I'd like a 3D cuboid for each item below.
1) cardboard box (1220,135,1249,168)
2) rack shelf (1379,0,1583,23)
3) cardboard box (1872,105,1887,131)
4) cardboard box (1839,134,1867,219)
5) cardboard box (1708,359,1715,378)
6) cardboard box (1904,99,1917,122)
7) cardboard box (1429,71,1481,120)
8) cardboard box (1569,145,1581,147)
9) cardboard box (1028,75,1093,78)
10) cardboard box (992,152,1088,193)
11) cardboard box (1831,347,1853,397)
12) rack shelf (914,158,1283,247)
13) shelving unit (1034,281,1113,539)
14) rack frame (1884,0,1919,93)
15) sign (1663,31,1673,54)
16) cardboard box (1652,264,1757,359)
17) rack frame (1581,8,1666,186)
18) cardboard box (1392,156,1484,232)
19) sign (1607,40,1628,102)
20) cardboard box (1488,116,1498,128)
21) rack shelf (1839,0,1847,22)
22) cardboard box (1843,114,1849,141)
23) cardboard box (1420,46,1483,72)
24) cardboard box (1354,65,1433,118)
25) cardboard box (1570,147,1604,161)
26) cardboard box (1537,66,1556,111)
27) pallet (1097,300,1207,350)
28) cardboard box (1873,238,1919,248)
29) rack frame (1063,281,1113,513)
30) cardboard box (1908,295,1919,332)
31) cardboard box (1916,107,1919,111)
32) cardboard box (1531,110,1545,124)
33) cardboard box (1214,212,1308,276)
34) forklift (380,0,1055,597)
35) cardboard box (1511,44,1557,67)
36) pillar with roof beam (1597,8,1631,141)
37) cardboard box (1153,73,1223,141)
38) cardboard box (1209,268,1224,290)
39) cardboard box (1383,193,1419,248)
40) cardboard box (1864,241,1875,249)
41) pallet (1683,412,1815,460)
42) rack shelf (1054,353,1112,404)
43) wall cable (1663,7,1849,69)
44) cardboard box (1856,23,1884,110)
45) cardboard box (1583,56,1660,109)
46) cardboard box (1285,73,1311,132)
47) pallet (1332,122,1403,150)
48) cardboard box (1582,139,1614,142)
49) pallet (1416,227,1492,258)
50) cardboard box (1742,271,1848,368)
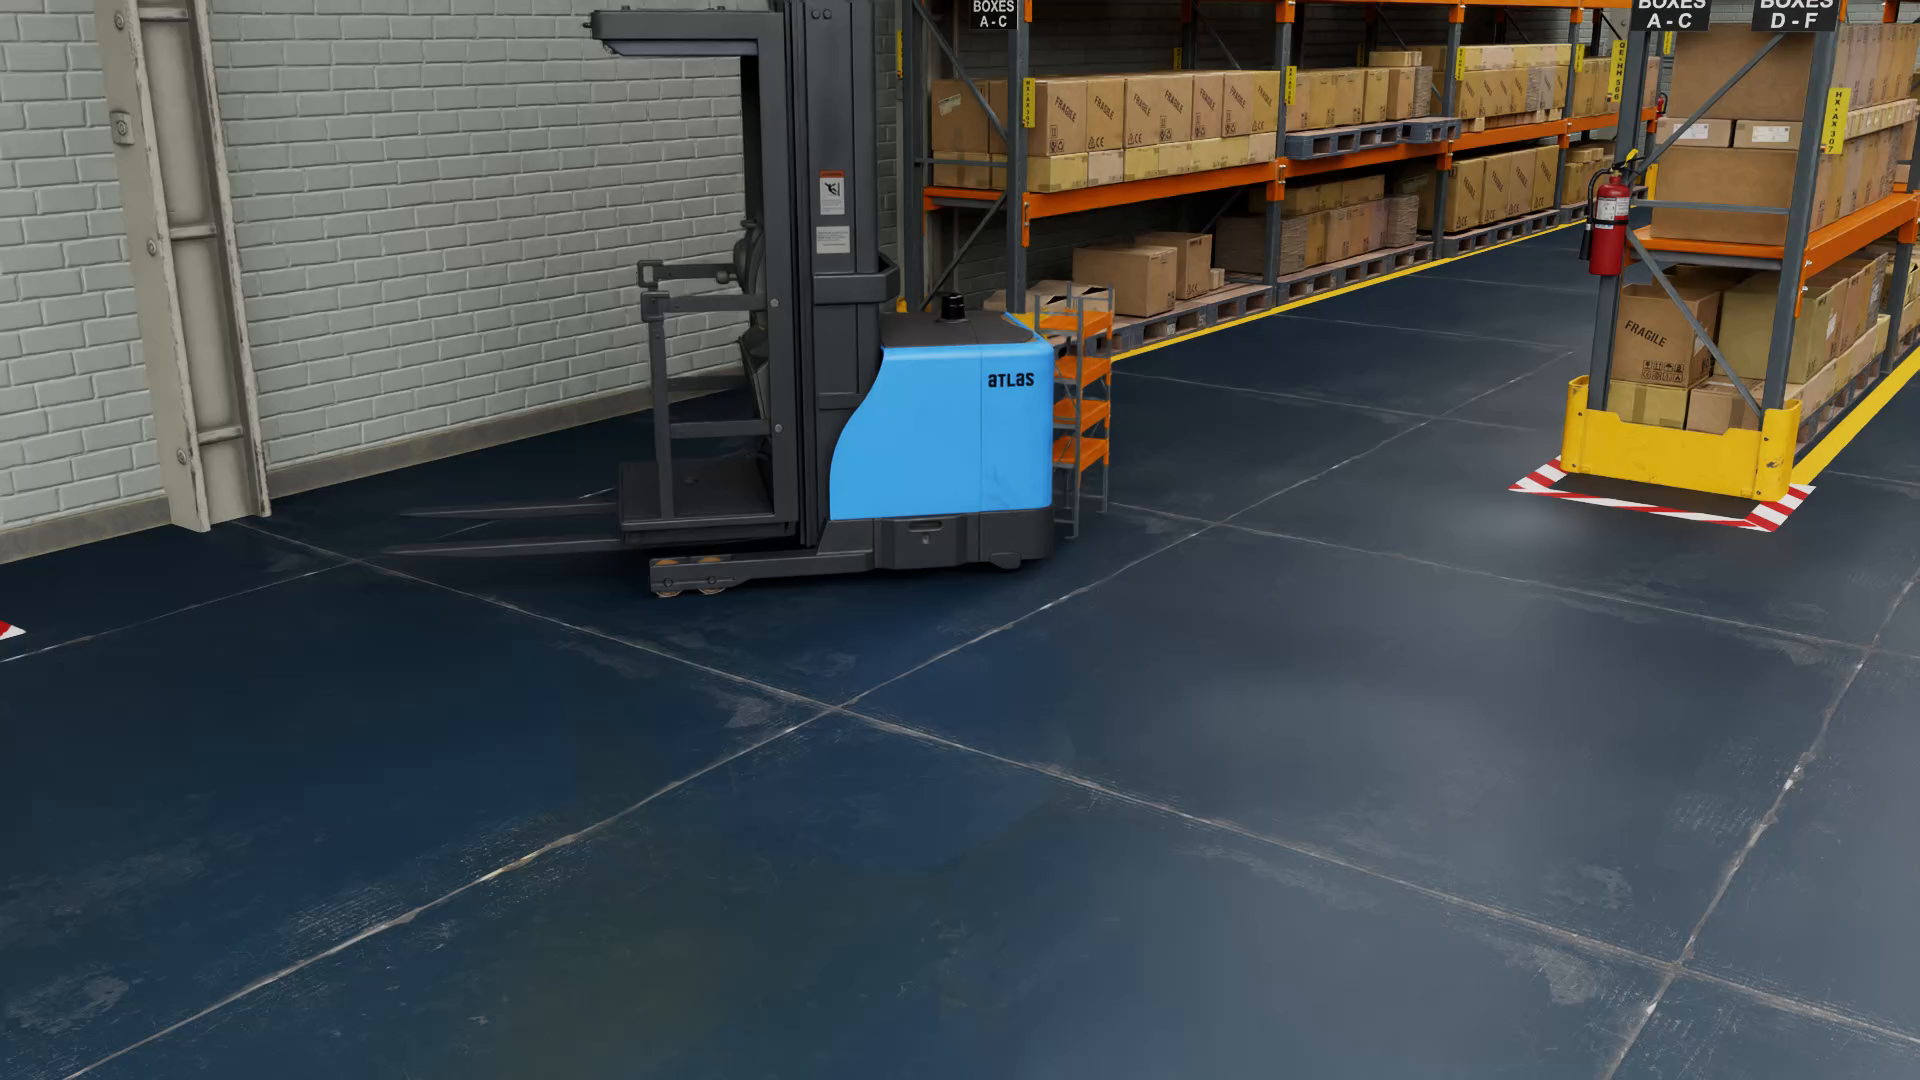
[{"bbox_3d":[2.070,-3.261,13.905,0.500,0.250,0.500,13,21,35],"label":"cardboard box"},{"bbox_3d":[5.987,-6.124,19.063,1.077,0.370,4.000,12,21,35],"label":"rack shelf"},{"bbox_3d":[5.645,-2.685,10.569,0.380,0.149,0.250,13,22,36],"label":"cardboard box"},{"bbox_3d":[5.218,-2.305,10.440,0.700,0.500,0.500,13,22,36],"label":"cardboard box"},{"bbox_3d":[4.380,-0.968,10.231,0.500,0.250,0.500,12,21,35],"label":"cardboard box"},{"bbox_3d":[6.402,-2.987,11.542,0.380,0.149,0.250,12,21,35],"label":"cardboard box"},{"bbox_3d":[5.290,-4.829,18.032,0.500,0.500,0.500,13,22,36],"label":"cardboard box"},{"bbox_3d":[8.234,-5.299,22.664,0.380,0.149,0.250,12,21,34],"label":"cardboard box"},{"bbox_3d":[0.751,-3.342,12.901,0.500,0.500,0.500,12,21,33],"label":"cardboard box"},{"bbox_3d":[0.574,-2.652,11.944,0.500,0.250,0.500,12,21,33],"label":"cardboard box"},{"bbox_3d":[5.402,-1.112,10.695,0.500,0.250,0.500,12,21,35],"label":"cardboard box"},{"bbox_3d":[1.220,-2.787,13.372,1.077,0.370,4.000,12,21,35],"label":"rack shelf"},{"bbox_3d":[0.565,-0.661,8.348,0.258,1.200,0.503,7,19,21],"label":"shelving unit"},{"bbox_3d":[8.776,-3.685,15.051,1.000,3.000,0.127,12,21,35],"label":"rack frame"},{"bbox_3d":[9.989,-7.031,23.477,0.100,0.325,0.005,12,21,35],"label":"sign"},{"bbox_3d":[4.674,-1.446,10.506,0.500,0.500,0.500,12,21,35],"label":"cardboard box"},{"bbox_3d":[9.562,-6.465,24.003,1.000,3.000,0.127,12,21,35],"label":"rack frame"},{"bbox_3d":[5.339,-3.885,18.613,0.750,0.750,0.750,12,21,34],"label":"cardboard box"},{"bbox_3d":[3.582,-2.545,9.028,0.100,0.325,0.005,12,21,35],"label":"sign"},{"bbox_3d":[5.922,-4.798,19.025,0.380,0.149,0.250,13,21,36],"label":"cardboard box"},{"bbox_3d":[5.201,-3.345,10.111,1.077,0.370,4.000,12,21,35],"label":"rack shelf"},{"bbox_3d":[4.873,-2.374,9.570,0.380,0.149,0.250,12,21,34],"label":"cardboard box"},{"bbox_3d":[5.290,-5.186,17.918,0.500,0.250,0.500,13,22,36],"label":"cardboard box"},{"bbox_3d":[4.523,-4.703,17.421,0.700,0.500,0.500,10,20,28],"label":"cardboard box"},{"bbox_3d":[8.368,-5.162,22.222,0.380,0.149,0.250,12,21,33],"label":"cardboard box"},{"bbox_3d":[6.810,-5.433,19.979,0.500,0.500,0.500,13,21,35],"label":"cardboard box"},{"bbox_3d":[1.314,-1.817,13.738,1.003,0.211,1.213,12,21,35],"label":"pallet"},{"bbox_3d":[7.754,-2.308,13.601,0.500,0.311,0.500,13,22,36],"label":"cardboard box"},{"bbox_3d":[0.656,-0.728,8.564,0.240,1.200,0.015,7,19,21],"label":"rack frame"},{"bbox_3d":[7.137,-1.793,12.889,0.500,0.250,0.500,13,22,36],"label":"cardboard box"},{"bbox_3d":[7.475,-3.205,13.336,0.500,0.500,0.500,12,21,35],"label":"cardboard box"},{"bbox_3d":[6.772,-5.080,19.933,0.380,0.149,0.250,12,21,35],"label":"cardboard box"},{"bbox_3d":[2.837,-2.801,15.679,0.700,0.500,0.500,13,22,37],"label":"cardboard box"},{"bbox_3d":[-1.129,-1.314,7.534,3.031,2.935,1.130,-3,18,-11],"label":"forklift"},{"bbox_3d":[6.793,-5.793,19.871,0.500,0.250,0.500,13,21,36],"label":"cardboard box"},{"bbox_3d":[13.933,-9.365,23.227,9.100,9.000,0.400,12,21,35],"label":"pillar with roof beam"},{"bbox_3d":[1.777,-3.497,13.403,0.500,0.500,0.500,12,21,33],"label":"cardboard box"},{"bbox_3d":[2.117,-2.331,14.727,0.380,0.166,0.250,9,20,28],"label":"cardboard box"},{"bbox_3d":[4.408,-3.395,17.591,0.700,0.500,0.500,13,21,35],"label":"cardboard box"},{"bbox_3d":[7.310,-2.397,13.887,0.500,0.311,0.500,12,21,34],"label":"cardboard box"},{"bbox_3d":[4.431,-0.637,9.939,1.003,0.211,1.213,12,21,35],"label":"pallet"},{"bbox_3d":[0.565,-0.810,8.301,0.258,0.148,0.480,7,19,21],"label":"rack shelf"},{"bbox_3d":[13.219,-9.131,27.708,3.097,2.526,0.112,12,21,35],"label":"wall cable"},{"bbox_3d":[5.236,-2.934,10.277,0.700,0.500,0.500,12,21,35],"label":"cardboard box"},{"bbox_3d":[9.266,-6.485,23.562,0.980,0.700,0.700,14,22,37],"label":"cardboard box"},{"bbox_3d":[2.742,-3.979,15.090,0.700,0.500,0.500,12,21,35],"label":"cardboard box"},{"bbox_3d":[3.649,-3.989,16.354,1.003,0.211,1.213,12,21,35],"label":"pallet"},{"bbox_3d":[9.139,-5.662,23.831,0.380,0.149,0.250,13,21,35],"label":"cardboard box"},{"bbox_3d":[5.325,-3.402,18.843,1.003,0.211,1.213,12,21,35],"label":"pallet"},{"bbox_3d":[5.091,-1.354,10.210,0.500,0.500,0.500,12,21,35],"label":"cardboard box"}]
